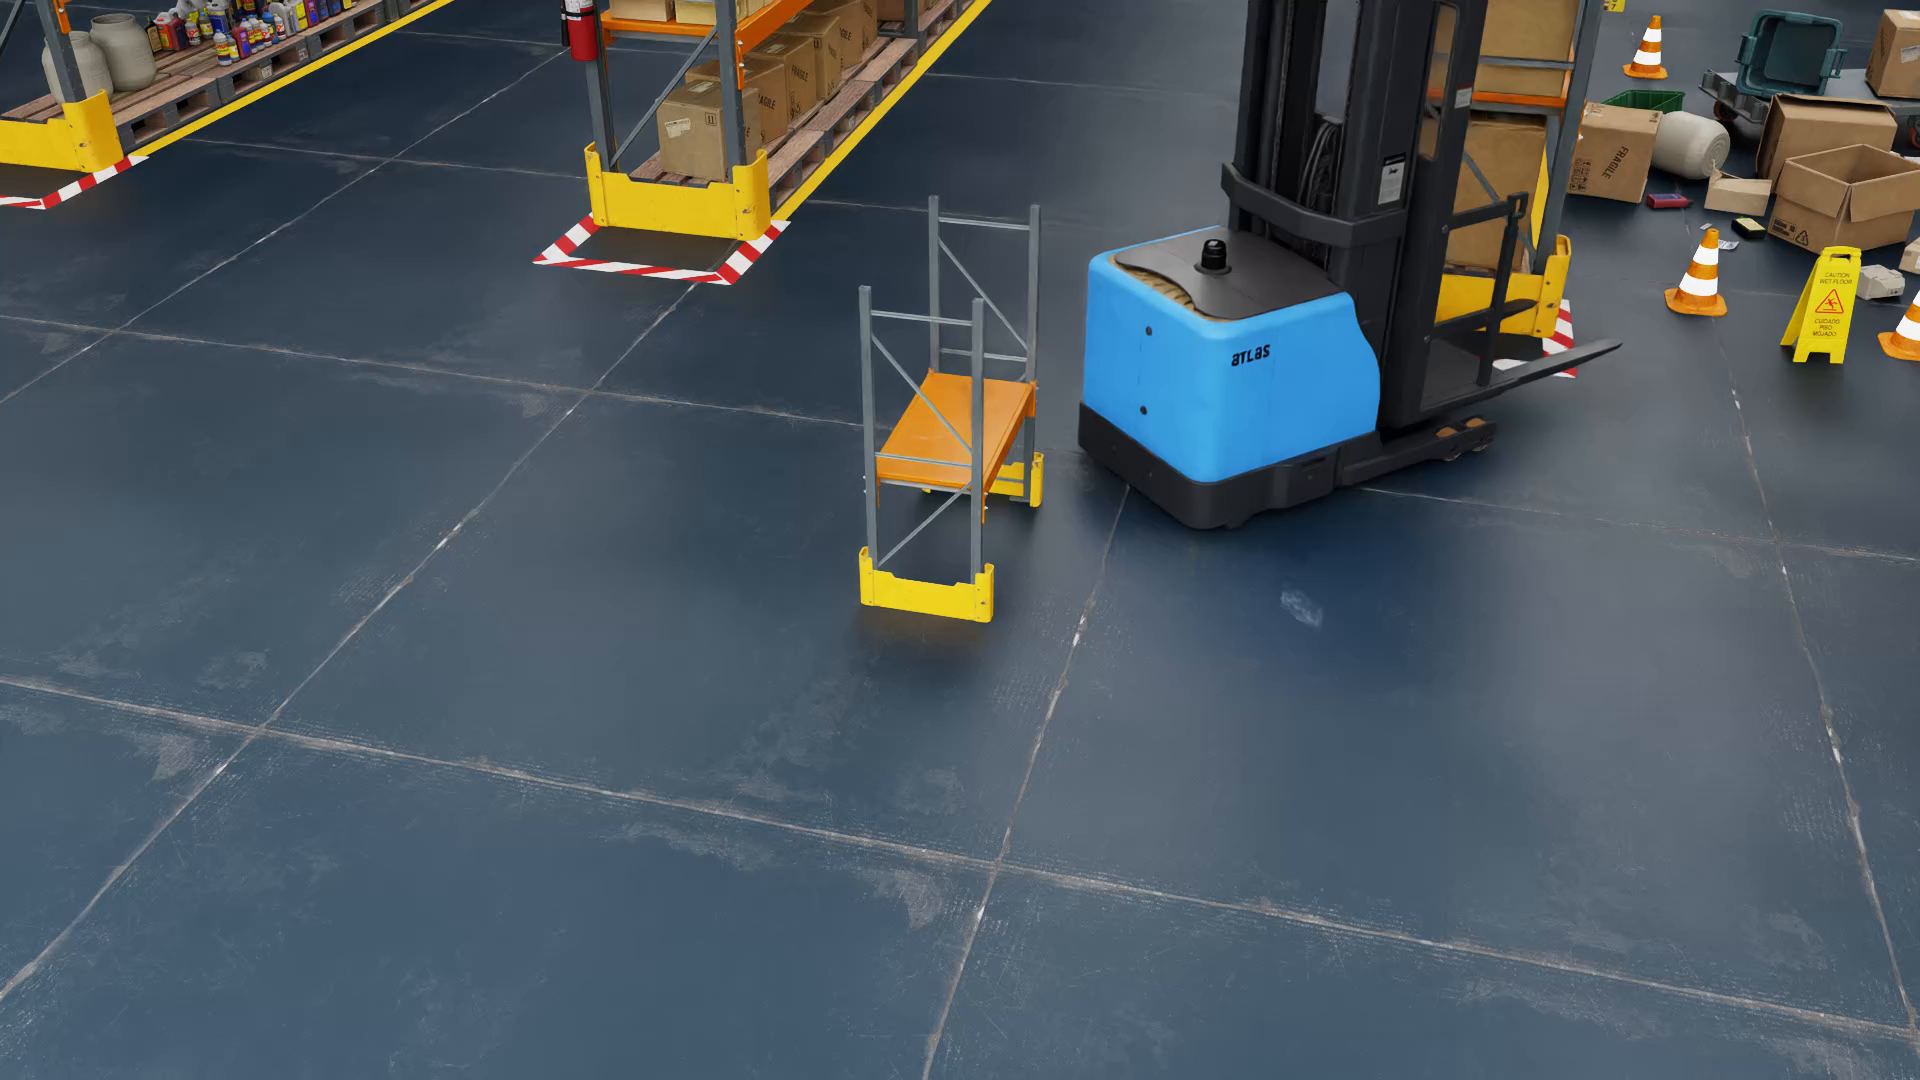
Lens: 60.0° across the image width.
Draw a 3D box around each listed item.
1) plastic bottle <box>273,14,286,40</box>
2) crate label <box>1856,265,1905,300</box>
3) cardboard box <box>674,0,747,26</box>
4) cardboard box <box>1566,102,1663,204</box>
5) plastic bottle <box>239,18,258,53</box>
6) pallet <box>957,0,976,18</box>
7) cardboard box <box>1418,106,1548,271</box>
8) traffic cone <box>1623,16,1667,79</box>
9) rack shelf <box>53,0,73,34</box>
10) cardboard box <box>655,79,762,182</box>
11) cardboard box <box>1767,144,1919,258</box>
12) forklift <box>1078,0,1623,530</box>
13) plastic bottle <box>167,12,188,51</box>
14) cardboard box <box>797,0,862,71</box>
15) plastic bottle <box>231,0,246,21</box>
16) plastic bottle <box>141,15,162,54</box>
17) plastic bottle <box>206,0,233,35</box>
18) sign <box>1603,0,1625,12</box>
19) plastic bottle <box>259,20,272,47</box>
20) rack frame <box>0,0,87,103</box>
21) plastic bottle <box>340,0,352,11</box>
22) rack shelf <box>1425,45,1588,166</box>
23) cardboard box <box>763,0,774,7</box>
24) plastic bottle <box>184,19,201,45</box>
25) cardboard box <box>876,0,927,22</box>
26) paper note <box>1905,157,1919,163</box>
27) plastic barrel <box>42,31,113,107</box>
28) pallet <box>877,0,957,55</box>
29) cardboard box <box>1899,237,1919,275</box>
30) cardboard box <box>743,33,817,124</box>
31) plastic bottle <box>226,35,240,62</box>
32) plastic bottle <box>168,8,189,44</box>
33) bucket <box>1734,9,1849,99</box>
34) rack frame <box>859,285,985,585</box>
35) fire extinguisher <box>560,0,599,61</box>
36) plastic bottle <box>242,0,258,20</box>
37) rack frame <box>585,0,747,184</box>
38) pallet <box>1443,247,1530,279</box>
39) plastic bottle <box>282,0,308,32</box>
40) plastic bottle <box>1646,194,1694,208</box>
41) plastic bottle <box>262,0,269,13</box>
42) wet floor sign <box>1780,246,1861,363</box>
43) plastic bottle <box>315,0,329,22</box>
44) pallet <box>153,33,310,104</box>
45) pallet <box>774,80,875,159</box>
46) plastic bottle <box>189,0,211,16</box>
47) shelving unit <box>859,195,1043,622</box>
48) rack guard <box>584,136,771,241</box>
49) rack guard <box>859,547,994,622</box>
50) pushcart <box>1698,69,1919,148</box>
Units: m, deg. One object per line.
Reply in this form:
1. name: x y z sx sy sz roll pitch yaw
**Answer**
1. plastic bottle: -5.707 -4.297 13.911 0.097 0.201 0.097 0 32 0
2. crate label: 5.559 -1.564 10.083 0.250 0.136 0.298 -8 33 -13
3. cardboard box: -1.564 -3.341 10.443 0.380 0.149 0.250 8 33 12
4. cardboard box: 4.519 -2.680 11.498 0.500 0.500 0.500 14 35 21
5. plastic bottle: -5.810 -4.116 13.562 0.097 0.271 0.097 0 32 0
6. pallet: -0.348 -5.270 15.842 1.003 0.211 1.213 8 33 12
7. cardboard box: 3.013 -2.245 10.075 0.875 0.875 0.875 8 33 13
8. traffic cone: 5.721 -4.099 13.767 0.336 0.463 0.334 8 33 12
9. rack shelf: -6.150 -4.740 13.081 1.077 0.370 4.000 8 33 12
10. cardboard box: -1.693 -2.776 11.258 0.500 0.500 0.500 14 35 21
11. cardboard box: 5.715 -2.185 10.718 0.797 0.503 0.637 -14 35 -21
12. forklift: 2.126 -1.860 7.944 3.031 2.935 1.130 -18 36 -25
13. plastic bottle: -6.422 -4.171 13.636 0.061 0.283 0.133 8 33 12
14. cardboard box: -1.130 -4.029 13.230 0.500 0.500 0.500 19 37 27
15. plastic bottle: -6.297 -4.689 14.389 0.144 0.351 0.185 7 33 10
16. plastic bottle: -6.604 -4.121 13.558 0.061 0.283 0.133 9 33 14
17. plastic bottle: -6.255 -4.430 14.051 0.152 0.276 0.135 8 33 12
18. sign: 3.440 -2.924 8.672 0.100 0.325 0.005 8 33 12
19. plastic bottle: -5.759 -4.190 13.743 0.097 0.201 0.097 0 32 0
20. rack frame: -6.658 -4.006 11.255 1.000 3.000 0.127 8 33 12
21. plastic bottle: -5.446 -4.826 14.668 0.061 0.283 0.133 10 34 15
22. rack shelf: 3.412 -3.338 10.875 1.077 0.370 4.000 8 33 12
23. cardboard box: -1.404 -3.596 10.844 0.380 0.149 0.250 8 33 12
24. plastic bottle: -6.365 -4.215 13.783 0.097 0.201 0.097 0 32 0
25. cardboard box: -0.675 -4.854 14.509 0.700 0.500 0.500 6 33 9
26. paper note: 6.949 -2.762 12.066 0.148 0.019 0.142 8 33 12
27. plastic barrel: -6.565 -3.485 12.364 0.421 0.512 0.421 0 32 0
28. pallet: -0.656 -4.635 14.843 1.003 0.211 1.213 8 33 12
29. cardboard box: 6.097 -1.734 10.339 0.380 0.149 0.250 28 42 36
30. cardboard box: -1.397 -3.413 12.261 0.500 0.500 0.500 11 34 17
31. plastic bottle: -5.870 -3.963 13.386 0.097 0.201 0.097 0 32 0
32. plastic bottle: -6.490 -4.254 13.774 0.152 0.276 0.135 7 33 11
33. bucket: 6.115 -3.555 12.180 0.726 0.611 0.620 20 28 29
34. rack frame: -0.151 -0.325 6.863 0.500 1.500 0.032 8 33 12
35. fire extinguisher: -2.342 -3.302 10.220 0.296 0.674 0.183 8 33 12
36. plastic bottle: -6.169 -4.662 14.420 0.097 0.271 0.097 0 32 0
37. rack frame: -1.867 -3.331 10.194 1.000 3.000 0.127 8 33 12
38. pallet: 3.032 -1.852 10.467 1.003 0.211 1.213 8 33 12
39. plastic bottle: -5.658 -4.509 14.105 0.144 0.351 0.185 8 33 12
40. plastic bottle: 4.839 -2.311 11.329 0.283 0.061 0.133 -3 33 -4
41. plastic bottle: -5.806 -4.411 14.014 0.061 0.283 0.133 8 33 12
42. wet floor sign: 4.813 -1.326 9.234 0.267 0.644 0.232 3 33 4
43. plastic bottle: -5.576 -4.676 14.369 0.144 0.351 0.185 6 33 10
44. pallet: -6.161 -3.927 13.730 1.003 0.211 1.213 8 33 12
45. pallet: -1.296 -3.242 12.653 1.003 0.211 1.213 8 33 12
46. plastic bottle: -6.405 -4.468 14.042 0.144 0.351 0.185 8 33 12
47. shelving unit: -0.019 -0.593 7.285 0.587 1.500 1.083 8 33 12
48. rack guard: -1.848 -2.316 10.927 1.175 0.500 0.348 8 33 12
49. rack guard: -0.146 0.192 7.214 0.587 0.250 0.087 8 33 12
50. pushcart: 6.515 -3.236 12.488 1.648 0.377 0.936 -3 33 -4
